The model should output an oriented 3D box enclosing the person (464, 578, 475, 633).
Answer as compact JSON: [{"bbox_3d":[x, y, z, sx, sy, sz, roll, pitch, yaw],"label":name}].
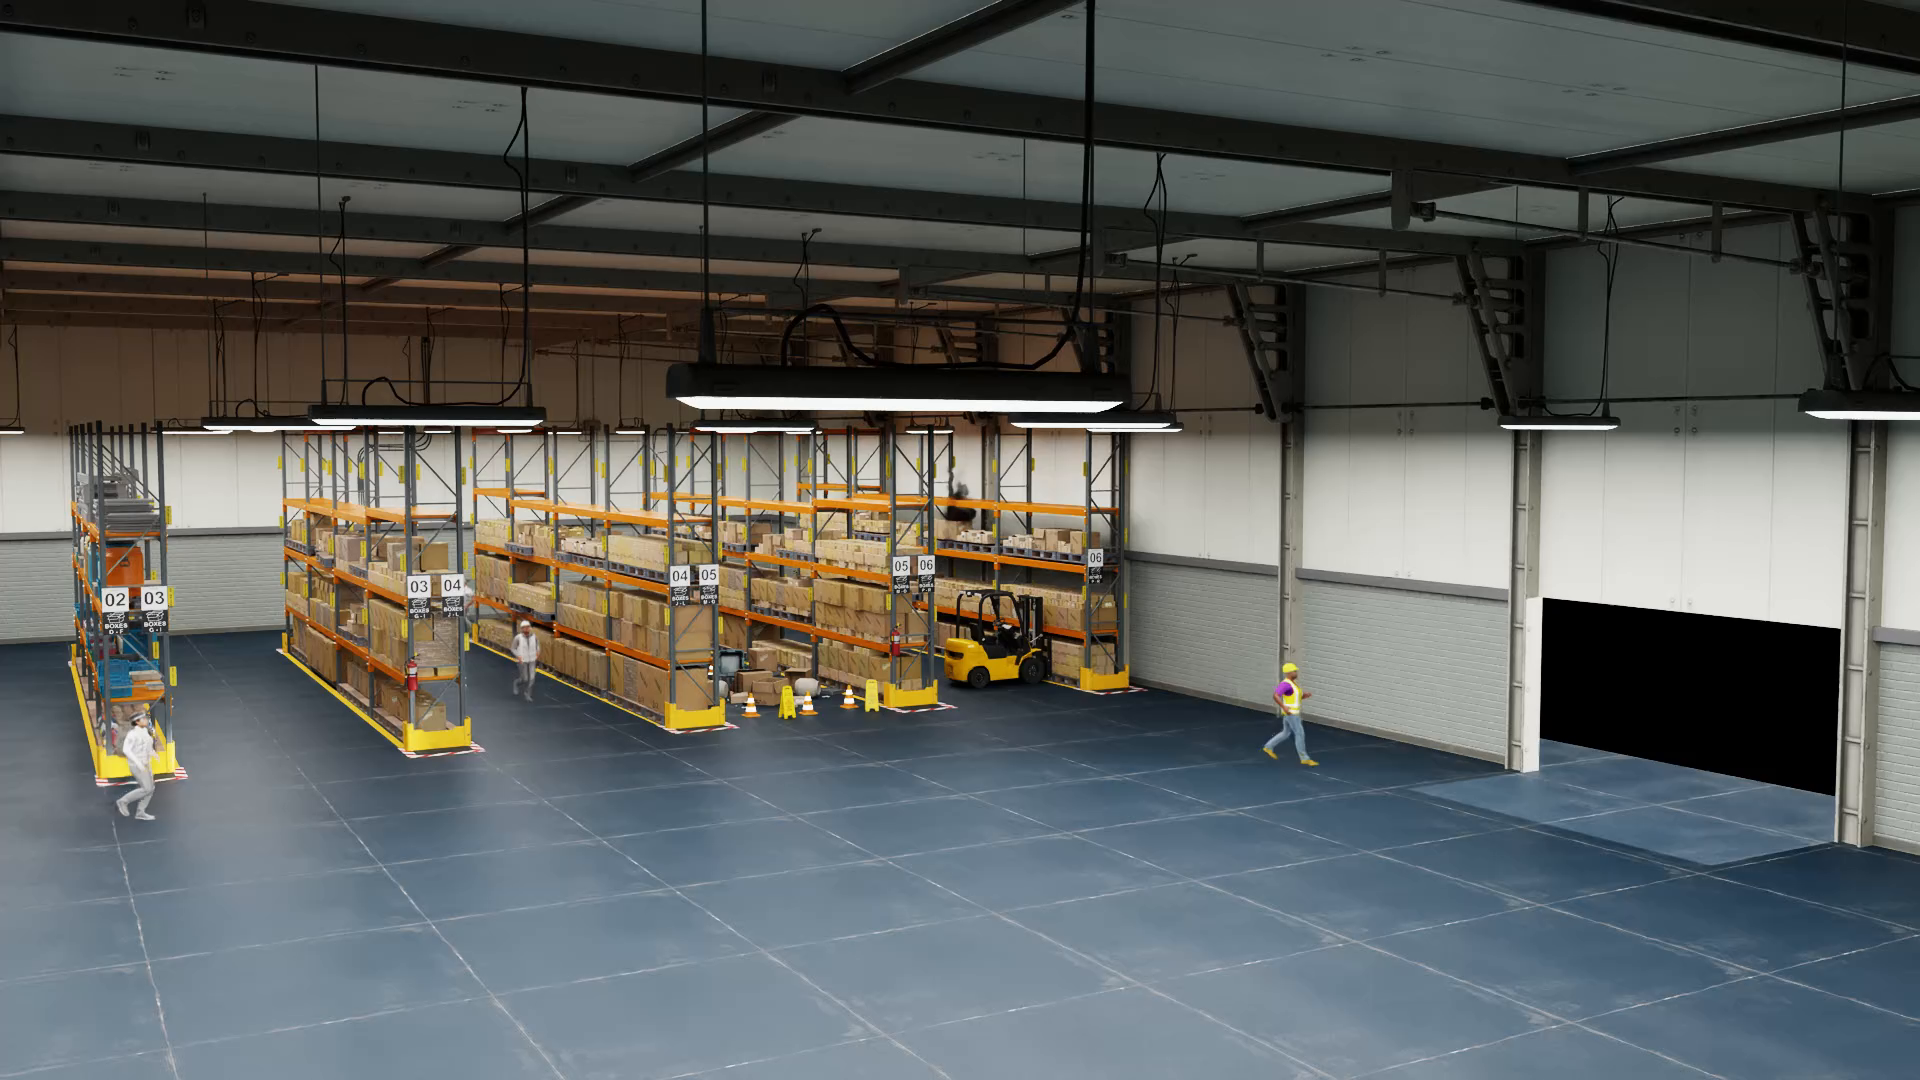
[{"bbox_3d":[-14.274,1.912,47.684,0.889,1.706,0.822,-3,4,-37],"label":"person"}]

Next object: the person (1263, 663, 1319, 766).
[{"bbox_3d":[5.766,3.020,28.970,0.989,1.754,0.700,1,4,16],"label":"person"}]

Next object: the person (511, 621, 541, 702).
[{"bbox_3d":[-9.447,2.625,36.242,0.661,1.751,0.642,-2,4,-34],"label":"person"}]

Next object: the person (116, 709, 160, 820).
[{"bbox_3d":[-12.307,3.360,24.889,0.550,1.671,0.639,0,4,-6],"label":"person"}]
